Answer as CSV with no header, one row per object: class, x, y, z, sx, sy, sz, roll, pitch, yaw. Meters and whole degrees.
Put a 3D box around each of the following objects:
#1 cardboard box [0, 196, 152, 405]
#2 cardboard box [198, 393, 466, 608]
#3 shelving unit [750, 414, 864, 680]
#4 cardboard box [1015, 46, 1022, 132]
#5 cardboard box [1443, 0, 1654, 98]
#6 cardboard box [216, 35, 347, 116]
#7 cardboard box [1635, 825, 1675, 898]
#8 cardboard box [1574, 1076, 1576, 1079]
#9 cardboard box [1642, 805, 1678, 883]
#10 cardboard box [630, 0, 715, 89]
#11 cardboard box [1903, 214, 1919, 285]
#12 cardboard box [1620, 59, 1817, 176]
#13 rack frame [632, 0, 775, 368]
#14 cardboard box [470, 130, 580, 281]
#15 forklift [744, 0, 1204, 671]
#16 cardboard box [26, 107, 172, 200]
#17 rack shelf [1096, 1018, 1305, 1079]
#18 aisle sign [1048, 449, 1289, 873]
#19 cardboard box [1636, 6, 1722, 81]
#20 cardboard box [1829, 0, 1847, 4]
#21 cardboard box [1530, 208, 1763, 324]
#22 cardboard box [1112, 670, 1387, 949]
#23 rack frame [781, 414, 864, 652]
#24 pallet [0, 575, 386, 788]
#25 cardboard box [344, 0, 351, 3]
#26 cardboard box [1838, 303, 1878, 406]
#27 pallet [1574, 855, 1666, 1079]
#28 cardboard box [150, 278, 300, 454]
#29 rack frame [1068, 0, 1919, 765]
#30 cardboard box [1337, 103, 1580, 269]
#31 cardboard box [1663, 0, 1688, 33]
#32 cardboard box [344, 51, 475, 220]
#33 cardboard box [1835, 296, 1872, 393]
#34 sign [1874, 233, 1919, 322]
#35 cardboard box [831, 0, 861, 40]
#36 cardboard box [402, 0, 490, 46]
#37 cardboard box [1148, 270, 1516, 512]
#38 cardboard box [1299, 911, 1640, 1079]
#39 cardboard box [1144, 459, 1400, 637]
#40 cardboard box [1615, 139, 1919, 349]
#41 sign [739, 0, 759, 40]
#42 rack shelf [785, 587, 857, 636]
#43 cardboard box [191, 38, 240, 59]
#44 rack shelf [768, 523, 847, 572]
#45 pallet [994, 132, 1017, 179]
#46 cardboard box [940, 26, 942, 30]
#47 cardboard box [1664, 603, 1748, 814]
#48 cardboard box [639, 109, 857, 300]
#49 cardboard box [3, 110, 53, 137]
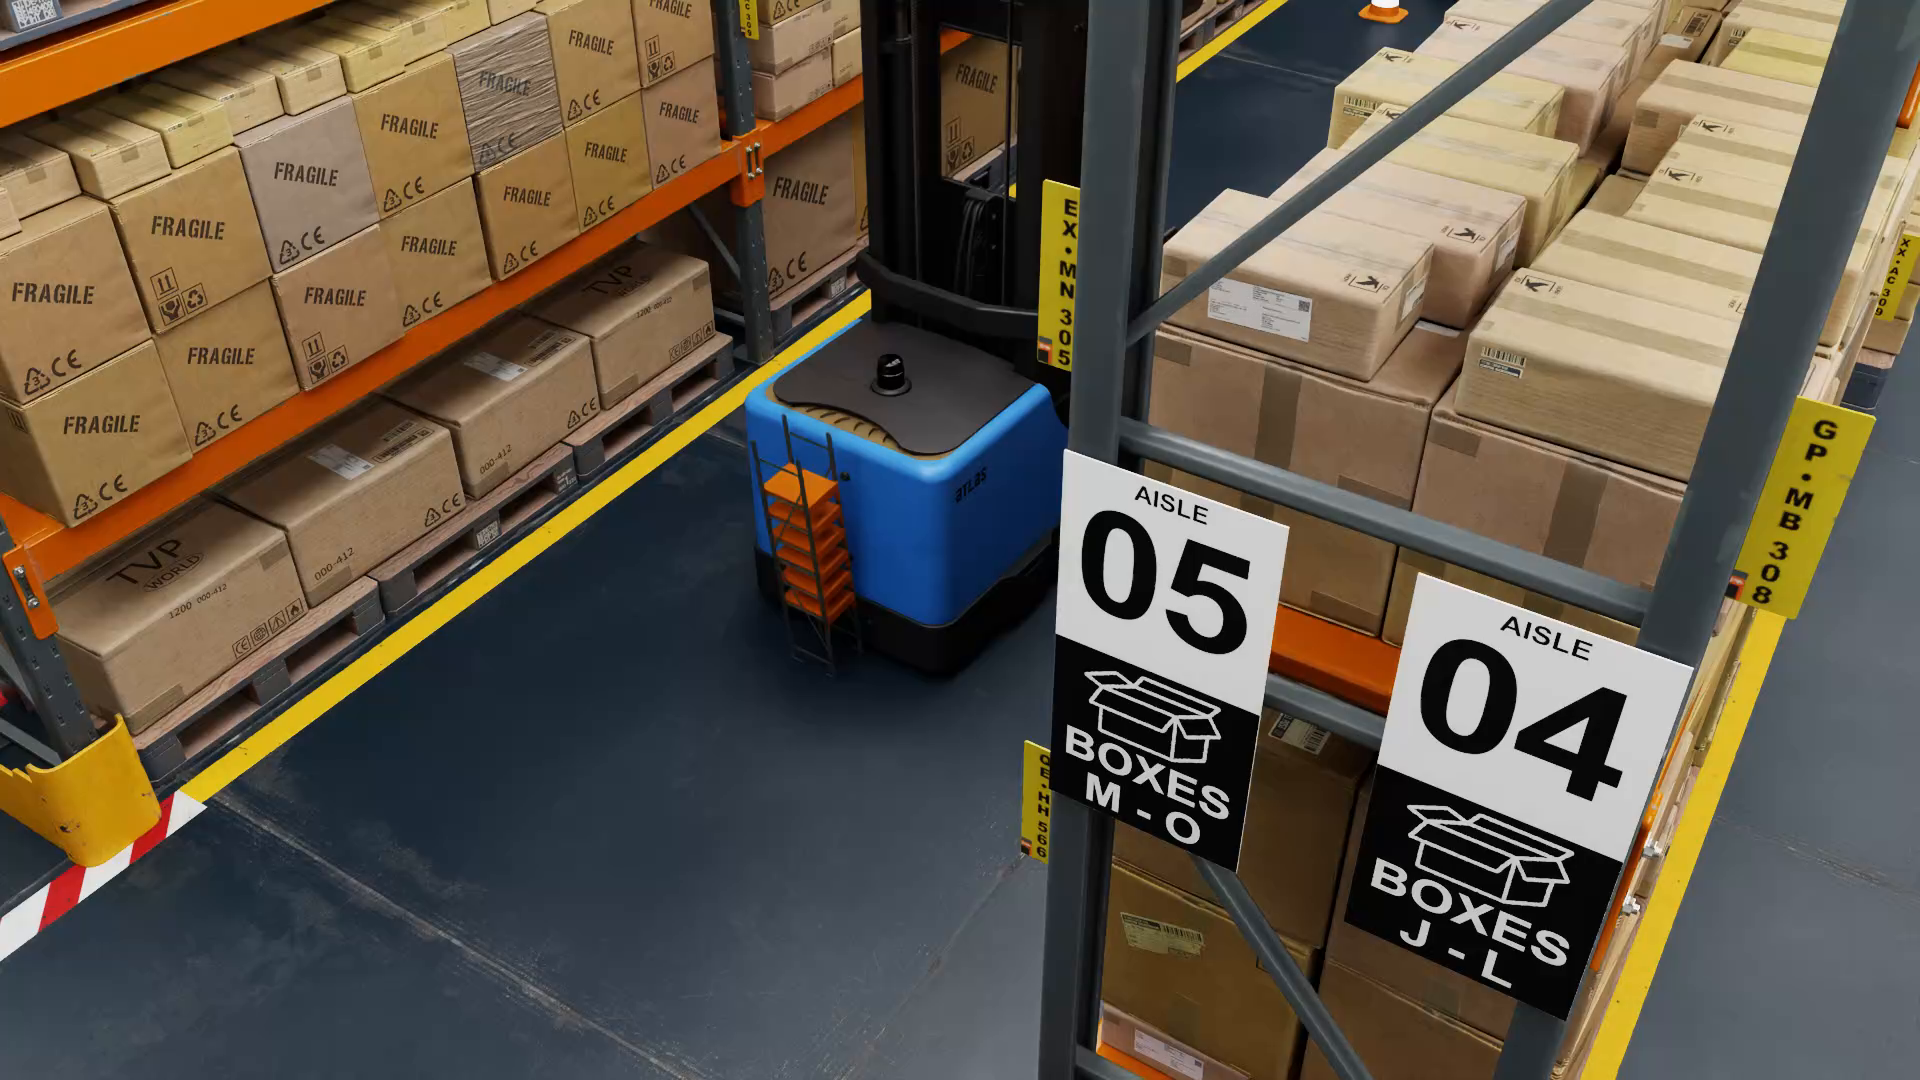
cardboard box,-3.107,-0.838,5.480,0.500,0.500,0.500,20,42,24
cardboard box,-2.852,-0.247,7.369,0.875,0.438,0.875,22,43,26
shelving unit,-0.602,0.050,6.690,0.258,1.200,0.189,23,50,27
cardboard box,0.241,-3.368,11.059,0.875,0.875,0.875,21,42,25
cardboard box,1.272,-1.083,3.628,0.380,0.149,0.250,22,43,26
cardboard box,-2.473,-1.697,6.063,0.380,0.149,0.250,22,43,26
cardboard box,2.295,1.067,5.901,0.380,0.149,0.250,21,42,25
cardboard box,1.607,1.603,4.961,0.380,0.149,0.250,23,43,26
cardboard box,2.165,0.949,5.566,0.380,0.149,0.250,20,42,24
cardboard box,-1.481,-2.412,7.522,0.500,0.500,0.500,21,42,25
cardboard box,3.372,-1.098,6.093,0.380,0.149,0.250,23,43,27
cardboard box,1.534,-0.792,3.251,0.380,0.149,0.250,22,43,26
rack frame,-1.462,-2.310,8.290,1.000,3.000,0.127,21,42,25
cardboard box,-2.022,-1.496,7.152,0.500,0.500,0.500,21,42,24
forklift,0.354,-1.473,7.261,1.130,2.935,3.031,23,43,27
cardboard box,-2.864,-1.288,5.532,0.380,0.149,0.250,23,43,26
rack shelf,1.701,0.573,5.140,1.077,0.370,4.000,21,42,25
aisle sign,0.337,0.229,2.867,0.394,0.787,0.004,21,42,25
cardboard box,1.491,-1.112,3.992,0.500,0.250,0.500,19,42,23
cardboard box,2.046,-1.165,3.734,0.380,0.149,0.250,20,42,24
cardboard box,1.147,-0.384,2.721,0.380,0.149,0.250,23,43,27
cardboard box,0.664,0.448,3.567,0.500,0.500,0.500,20,42,24
rack frame,-0.550,-0.003,6.743,0.240,1.200,0.006,23,50,27
pallet,-3.242,0.418,7.035,1.003,0.211,1.213,21,42,25
cardboard box,-2.492,-2.250,6.780,0.380,0.149,0.250,21,42,25
cardboard box,2.752,-0.559,5.693,0.500,0.500,0.500,21,42,25
pallet,1.790,1.350,5.825,1.003,0.211,1.213,21,42,25
cardboard box,-2.857,-0.711,6.134,0.500,0.500,0.500,21,42,25
rack frame,0.629,-1.057,1.751,1.000,3.000,0.127,21,42,25
cardboard box,0.911,-0.661,3.080,0.380,0.149,0.250,20,42,24
cardboard box,1.538,-1.356,3.982,0.380,0.149,0.250,20,42,24
cardboard box,-2.300,-1.632,6.510,0.500,0.500,0.500,21,42,25
cardboard box,2.190,-0.438,4.717,0.500,0.500,0.500,22,43,26
sign,3.235,-0.913,5.768,0.100,0.325,0.005,21,42,25
cardboard box,-0.732,-2.862,8.719,0.500,0.250,0.500,22,43,26
cardboard box,-2.096,-2.102,6.587,0.380,0.149,0.250,20,42,24
cardboard box,0.661,-0.328,2.976,0.500,0.250,0.500,20,42,24
cardboard box,1.103,1.020,3.644,0.500,0.500,0.500,23,43,27
cardboard box,0.650,-0.131,3.129,0.500,0.250,0.500,20,42,24
cardboard box,1.643,-0.675,3.425,0.500,0.250,0.500,22,43,26
sign,-0.992,-2.504,7.767,0.100,0.325,0.005,21,42,25
rack shelf,-0.584,0.259,6.883,0.258,0.103,0.180,23,50,27
cardboard box,-2.944,-1.867,6.283,0.380,0.149,0.250,22,43,26
rack shelf,-0.607,-0.005,6.639,0.258,0.103,0.180,23,50,27
pallet,0.195,-2.886,11.321,1.003,0.211,1.213,21,42,25
cardboard box,-0.439,-2.918,9.201,0.500,0.250,0.500,21,42,25
cardboard box,1.359,0.359,3.684,0.500,0.500,0.500,22,43,26
cardboard box,-1.197,-1.981,9.259,0.875,0.875,0.875,23,43,26
cardboard box,-3.398,-1.491,5.795,0.380,0.149,0.250,21,42,25
